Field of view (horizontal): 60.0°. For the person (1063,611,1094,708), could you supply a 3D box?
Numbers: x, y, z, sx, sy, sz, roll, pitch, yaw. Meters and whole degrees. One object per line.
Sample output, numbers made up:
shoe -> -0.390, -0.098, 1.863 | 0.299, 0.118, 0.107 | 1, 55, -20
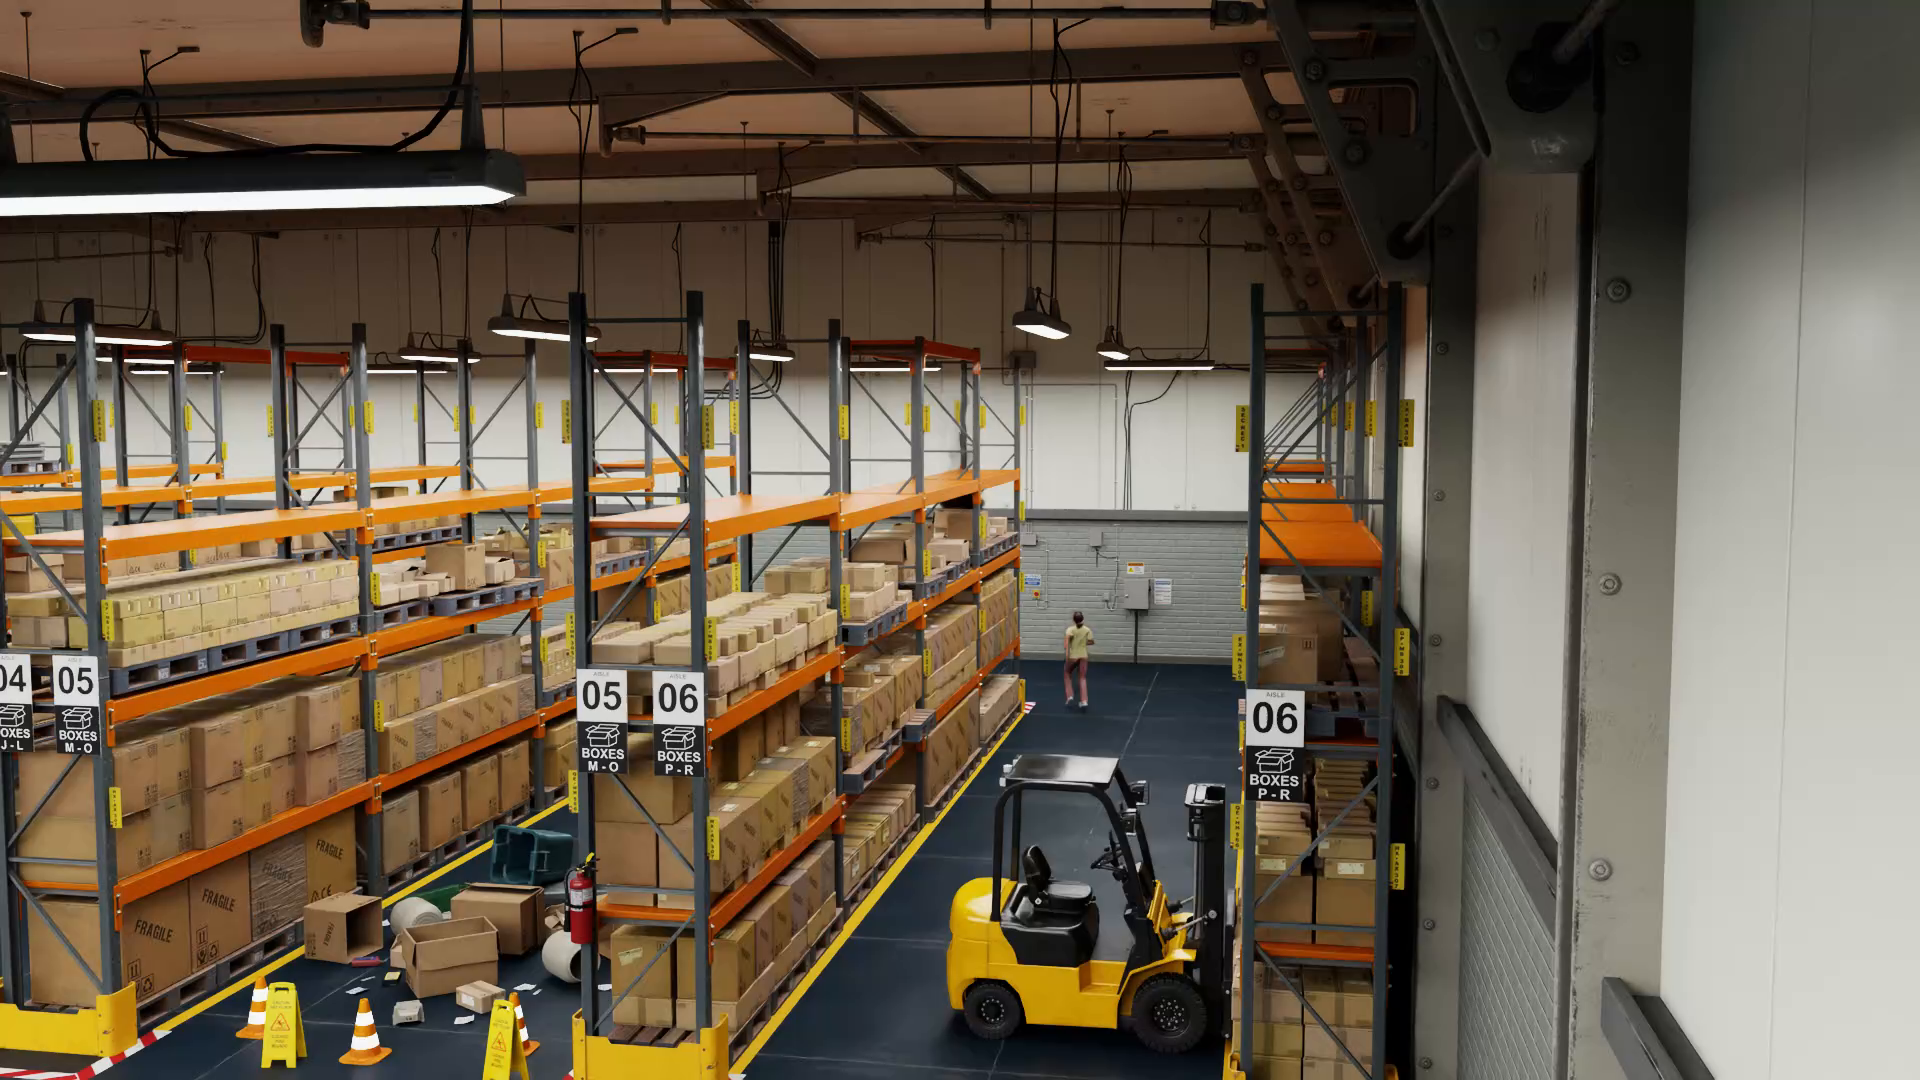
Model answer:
person -> 2.020, 2.069, 28.360 | 0.597, 1.694, 0.781 | -1, 5, -12
